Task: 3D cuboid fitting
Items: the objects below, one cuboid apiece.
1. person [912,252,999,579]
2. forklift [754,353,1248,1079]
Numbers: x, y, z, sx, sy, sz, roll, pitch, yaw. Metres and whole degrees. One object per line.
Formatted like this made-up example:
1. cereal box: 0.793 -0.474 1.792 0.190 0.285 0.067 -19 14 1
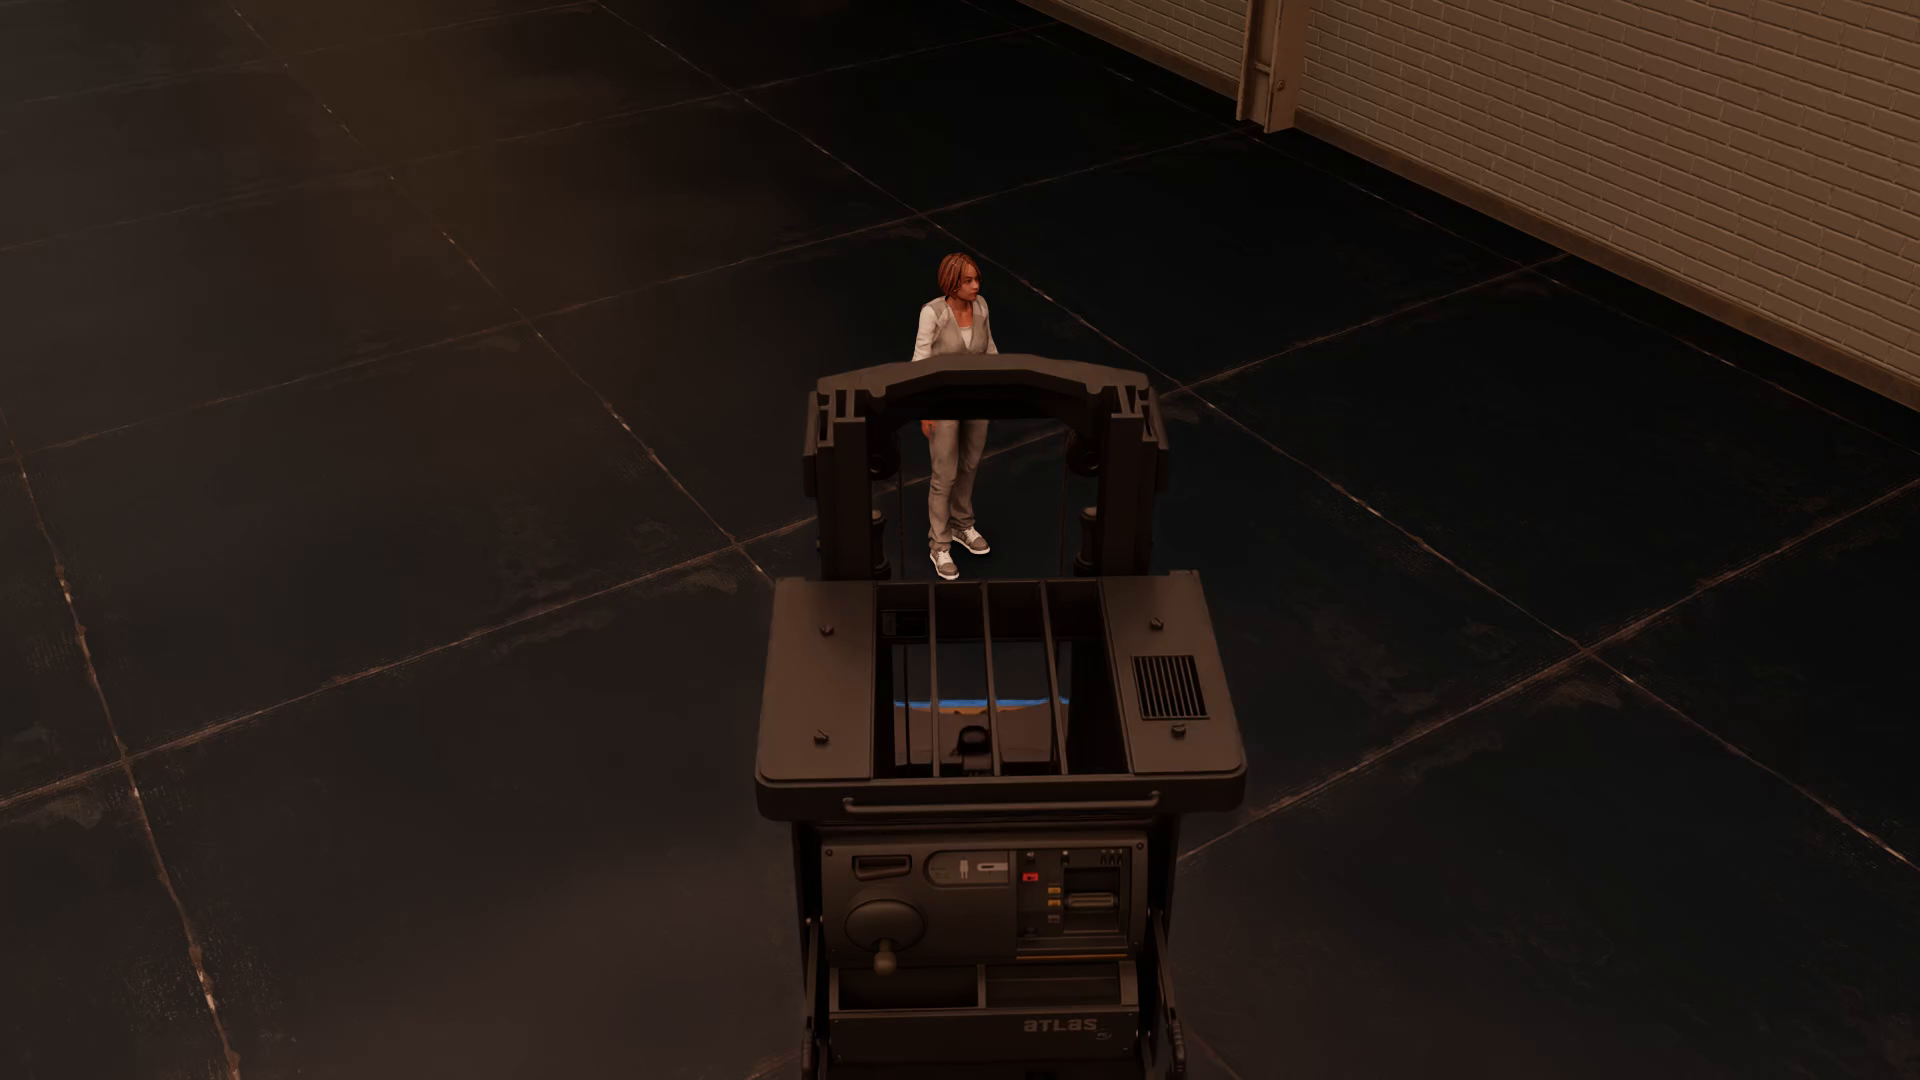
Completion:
1. person: 0.029 -0.619 8.177 0.521 1.599 0.473 -21 40 -27
2. forklift: 0.080 1.100 4.582 1.130 2.935 3.031 -1 35 -1
